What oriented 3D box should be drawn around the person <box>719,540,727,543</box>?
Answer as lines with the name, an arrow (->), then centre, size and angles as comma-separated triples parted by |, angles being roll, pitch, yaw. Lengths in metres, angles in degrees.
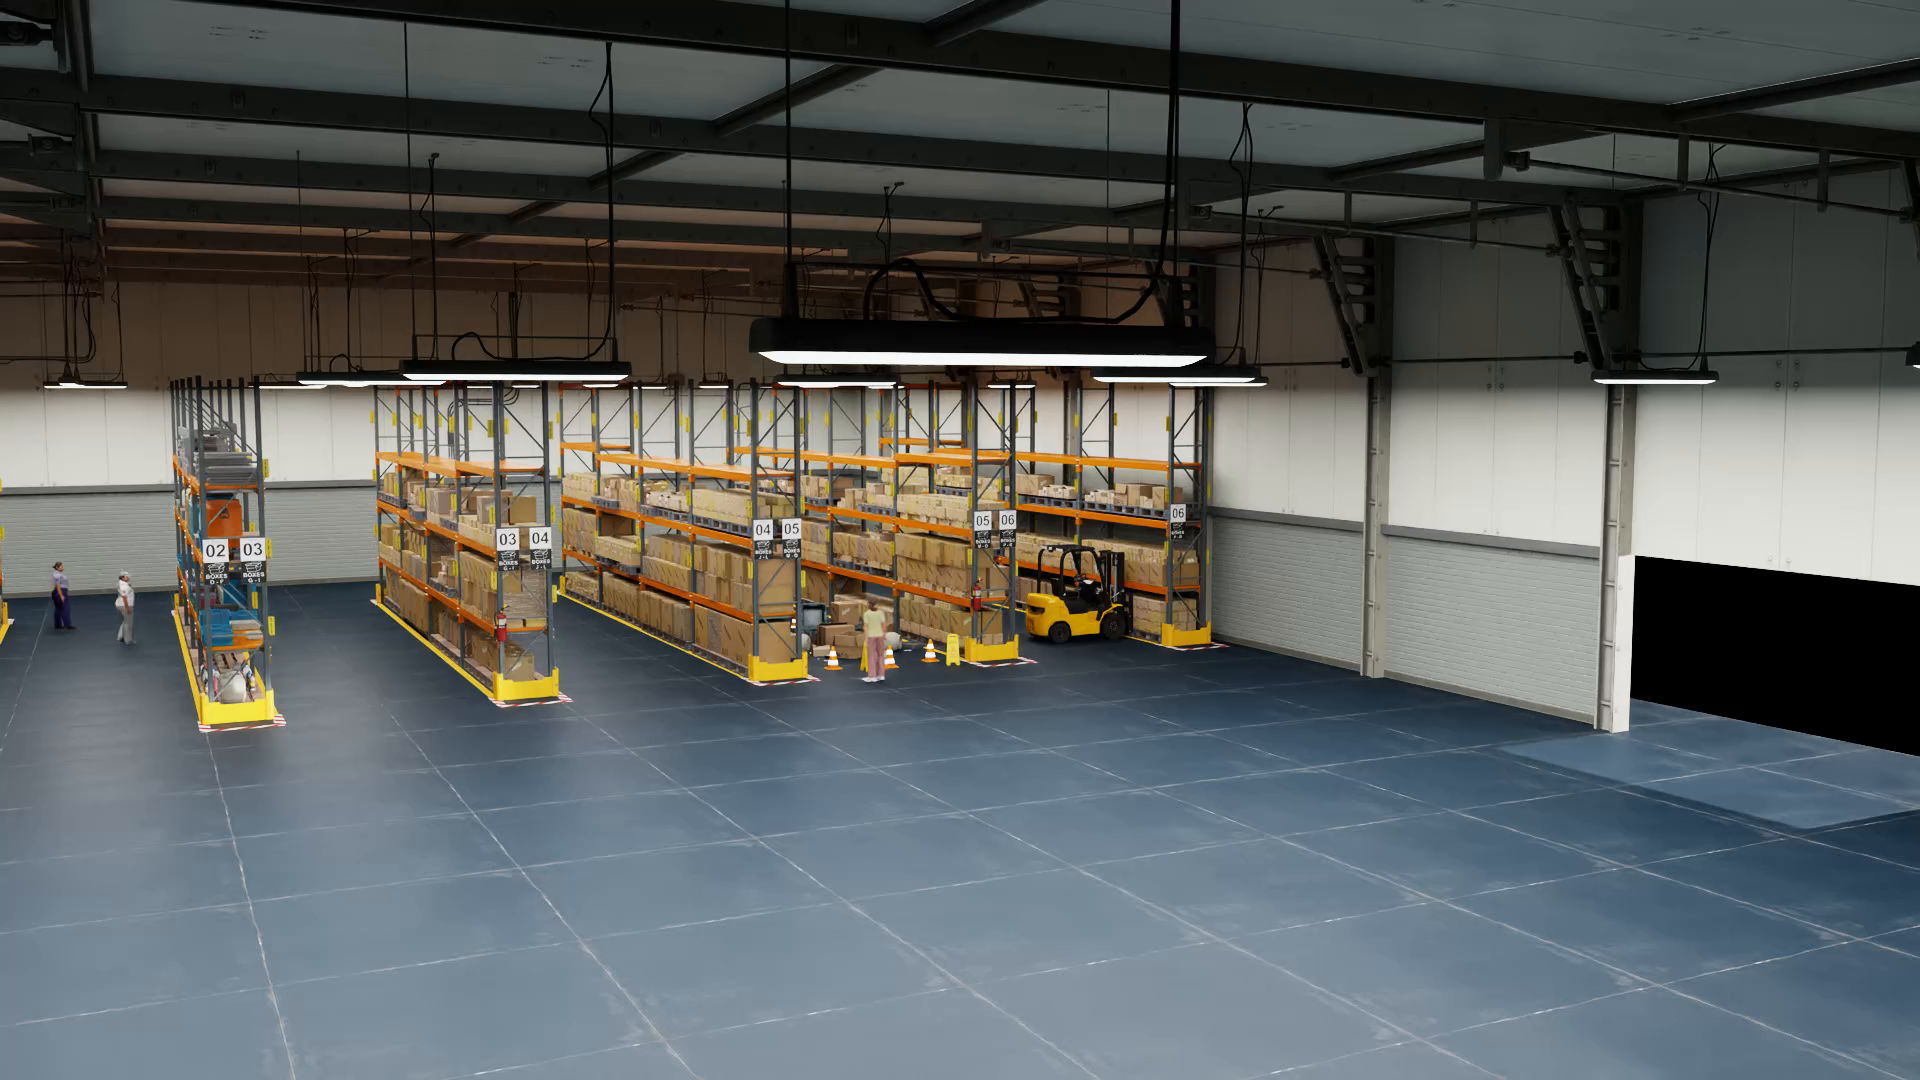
person -> -6.344, 0.848, 44.759 | 0.612, 1.782, 0.476 | 2, 6, 23

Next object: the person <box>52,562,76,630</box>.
person -> -21.589, 1.346, 40.038 | 0.446, 1.628, 0.558 | -4, 7, -40

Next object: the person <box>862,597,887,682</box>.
person -> -1.686, 1.970, 32.909 | 0.505, 1.708, 0.376 | -1, 5, -16

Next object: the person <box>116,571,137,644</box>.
person -> -18.949, 1.541, 37.817 | 0.524, 1.696, 0.420 | 5, 7, 44
